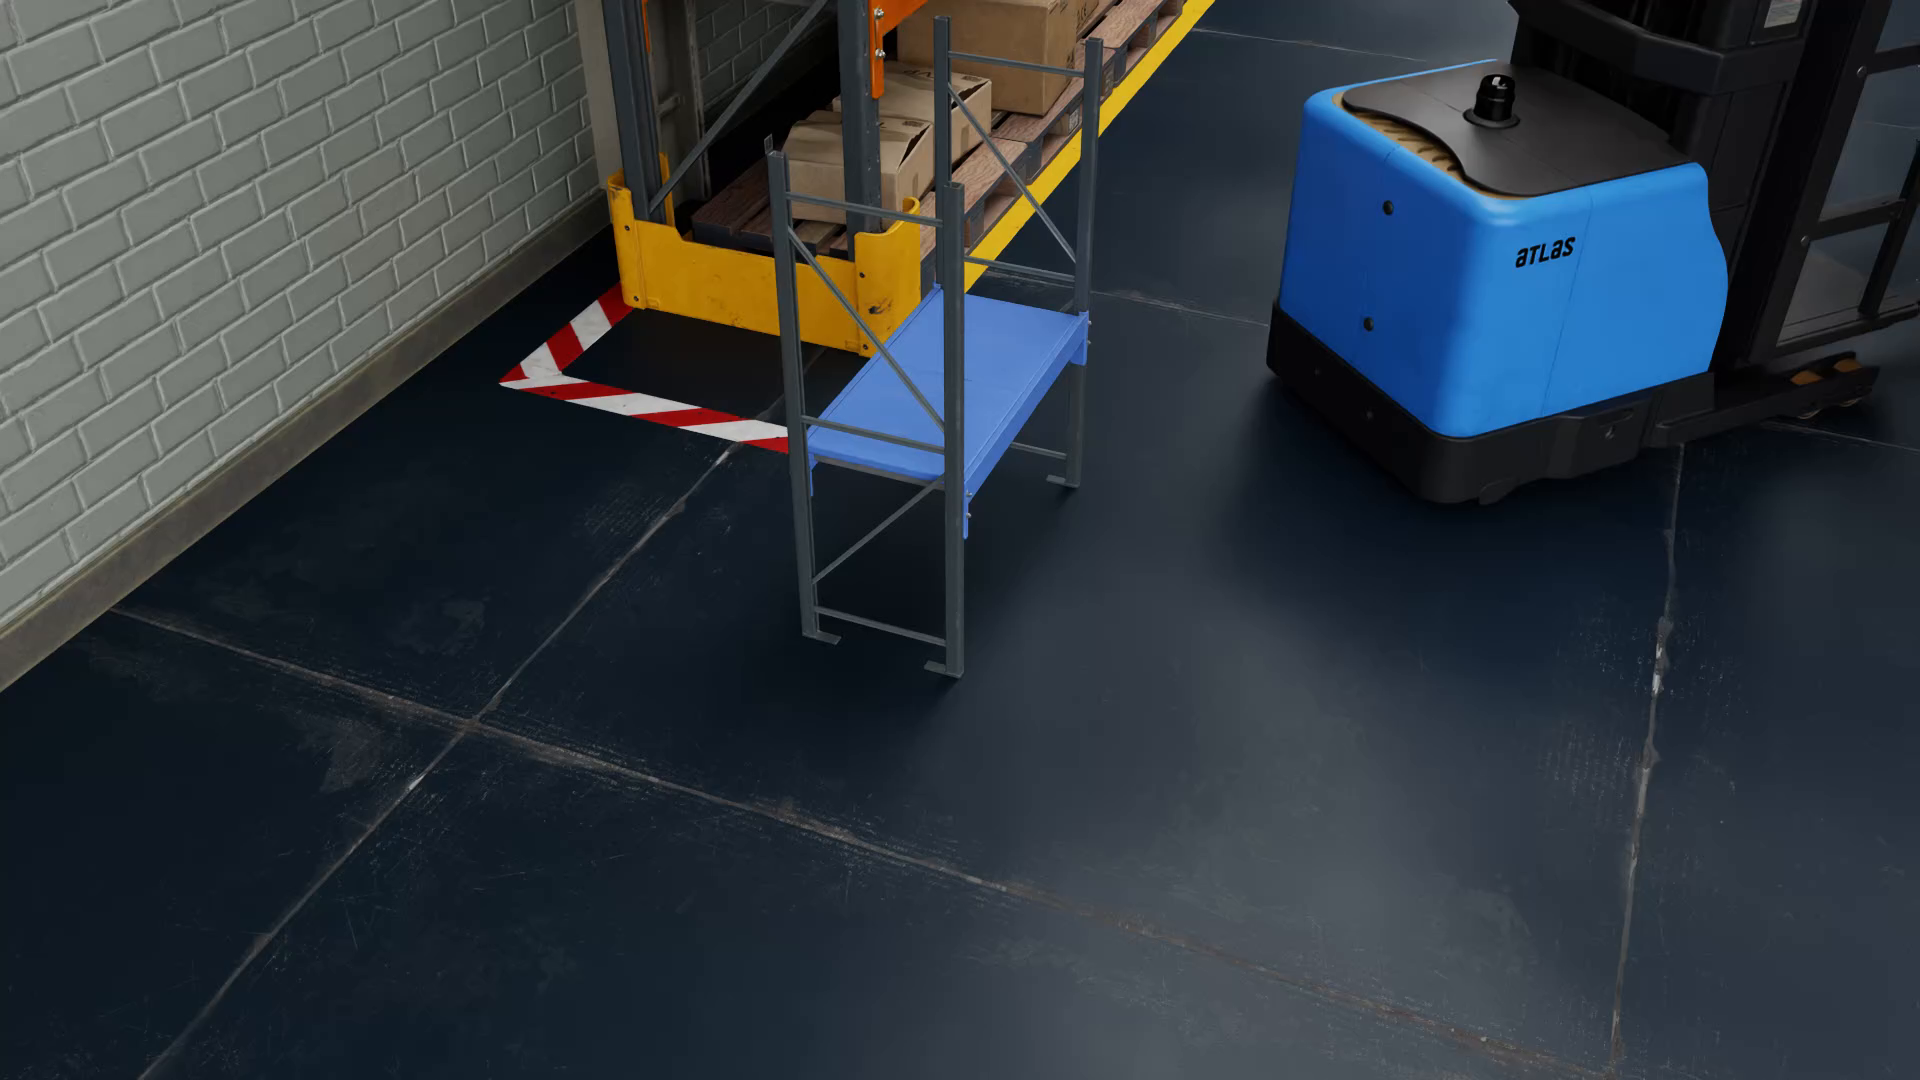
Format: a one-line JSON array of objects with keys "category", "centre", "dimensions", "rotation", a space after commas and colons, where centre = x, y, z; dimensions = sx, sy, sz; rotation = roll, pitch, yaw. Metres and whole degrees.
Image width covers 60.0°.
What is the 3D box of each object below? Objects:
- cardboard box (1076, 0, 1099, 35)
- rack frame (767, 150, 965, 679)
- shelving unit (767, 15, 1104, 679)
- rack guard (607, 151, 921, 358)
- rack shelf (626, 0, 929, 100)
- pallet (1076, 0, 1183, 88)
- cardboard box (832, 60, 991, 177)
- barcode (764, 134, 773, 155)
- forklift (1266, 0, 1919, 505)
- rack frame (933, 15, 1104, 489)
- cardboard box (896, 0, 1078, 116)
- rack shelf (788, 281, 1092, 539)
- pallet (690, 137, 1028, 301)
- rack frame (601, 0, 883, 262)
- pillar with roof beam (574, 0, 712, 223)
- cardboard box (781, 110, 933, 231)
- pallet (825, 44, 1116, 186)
[{"category": "cardboard box", "centre": [0.401, -2.851, 8.279], "dimensions": [0.500, 0.500, 0.500], "rotation": [11, 38, 14]}, {"category": "rack frame", "centre": [-0.226, -0.272, 4.361], "dimensions": [0.500, 1.500, 0.032], "rotation": [14, 39, 18]}, {"category": "shelving unit", "centre": [-0.032, -0.554, 4.738], "dimensions": [0.538, 1.500, 1.048], "rotation": [14, 39, 18]}, {"category": "rack guard", "centre": [-0.734, -1.086, 6.285], "dimensions": [1.175, 0.500, 0.348], "rotation": [14, 39, 18]}, {"category": "rack shelf", "centre": [-0.002, -2.864, 7.177], "dimensions": [1.077, 0.370, 4.000], "rotation": [14, 39, 18]}, {"category": "pallet", "centre": [0.536, -2.763, 8.770], "dimensions": [1.003, 0.211, 1.213], "rotation": [14, 39, 18]}, {"category": "cardboard box", "centre": [-0.199, -1.822, 7.061], "dimensions": [0.500, 0.311, 0.500], "rotation": [17, 40, 21]}, {"category": "barcode", "centre": [-0.779, -1.612, 6.771], "dimensions": [0.001, 0.075, 0.075], "rotation": [14, 39, 18]}, {"category": "forklift", "centre": [2.663, -1.870, 5.304], "dimensions": [3.031, 2.935, 1.130], "rotation": [-15, 39, -19]}, {"category": "rack frame", "centre": [0.161, -0.835, 5.114], "dimensions": [0.500, 1.500, 0.032], "rotation": [14, 39, 18]}, {"category": "cardboard box", "centre": [0.126, -2.293, 7.533], "dimensions": [0.700, 0.500, 0.500], "rotation": [11, 38, 15]}, {"category": "rack shelf", "centre": [-0.032, -0.409, 4.845], "dimensions": [0.538, 0.185, 1.000], "rotation": [14, 39, 18]}, {"category": "pallet", "centre": [-0.392, -1.412, 6.963], "dimensions": [1.003, 0.211, 1.213], "rotation": [14, 39, 18]}, {"category": "rack frame", "centre": [-0.763, -2.045, 5.480], "dimensions": [1.000, 3.000, 0.127], "rotation": [14, 39, 18]}, {"category": "pillar with roof beam", "centre": [2.685, -4.052, 3.155], "dimensions": [9.100, 9.000, 0.400], "rotation": [14, 39, 18]}, {"category": "cardboard box", "centre": [-0.416, -1.507, 6.639], "dimensions": [0.500, 0.311, 0.500], "rotation": [10, 38, 13]}, {"category": "pallet", "centre": [0.074, -2.085, 7.863], "dimensions": [1.003, 0.211, 1.213], "rotation": [14, 39, 18]}]
